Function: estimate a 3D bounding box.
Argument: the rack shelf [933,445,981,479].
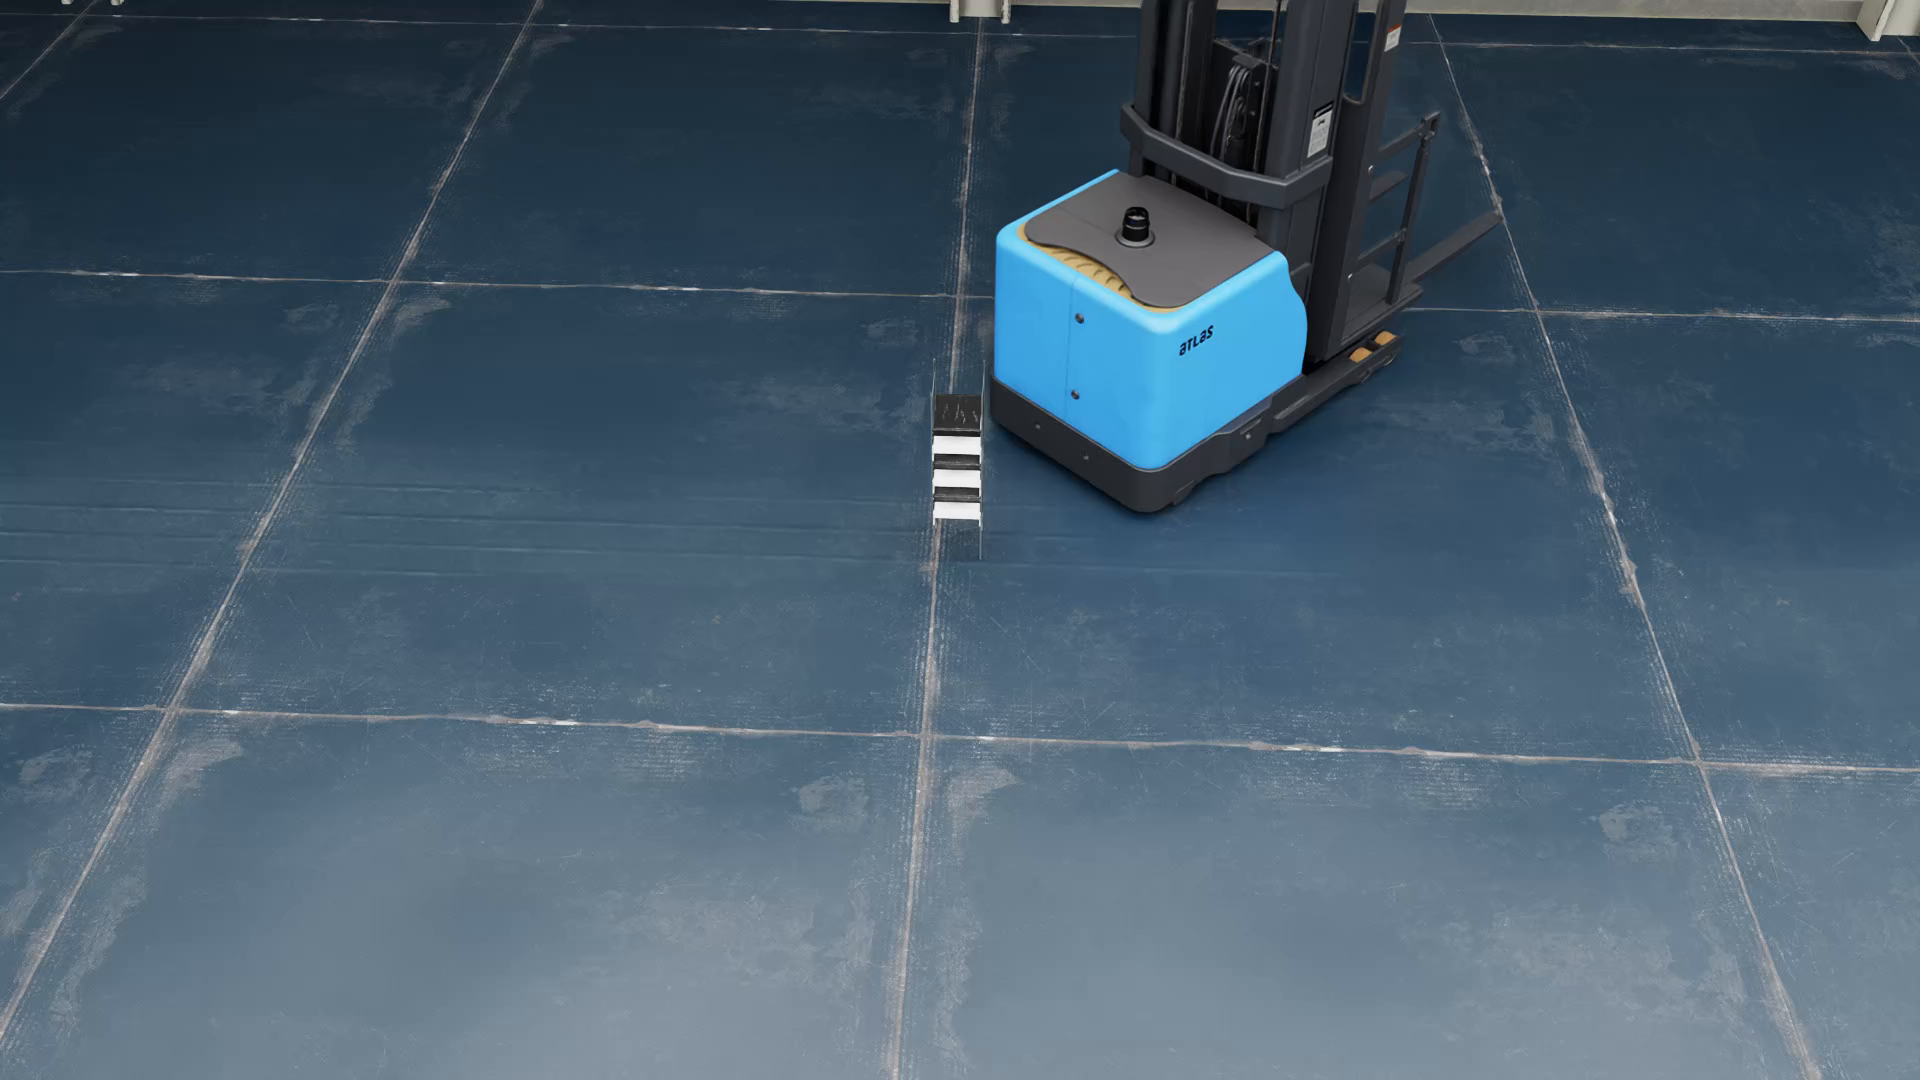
[{"bbox_3d":[-0.008,-0.371,6.990,0.200,0.077,0.258,2,43,2],"label":"rack shelf"}]

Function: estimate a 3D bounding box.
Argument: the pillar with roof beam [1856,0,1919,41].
[{"bbox_3d":[5.938,-3.710,4.716,0.400,9.000,9.100,2,43,2],"label":"pillar with roof beam"}]

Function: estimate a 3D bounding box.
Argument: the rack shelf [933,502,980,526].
[{"bbox_3d":[-0.008,-0.173,7.174,0.200,0.077,0.258,2,43,2],"label":"rack shelf"}]

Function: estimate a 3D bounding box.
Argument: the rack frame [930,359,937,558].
[{"bbox_3d":[-0.110,-0.333,7.032,0.006,0.900,0.240,2,43,2],"label":"rack frame"}]

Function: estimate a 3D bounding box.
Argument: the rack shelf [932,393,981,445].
[{"bbox_3d":[-0.008,-0.503,6.868,0.200,0.077,0.258,2,43,2],"label":"rack shelf"}]

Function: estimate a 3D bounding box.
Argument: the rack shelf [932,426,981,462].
[{"bbox_3d":[-0.008,-0.437,6.929,0.200,0.077,0.258,2,43,2],"label":"rack shelf"}]

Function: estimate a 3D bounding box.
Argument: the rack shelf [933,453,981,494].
[{"bbox_3d":[-0.008,-0.305,7.052,0.200,0.077,0.258,2,43,2],"label":"rack shelf"}]

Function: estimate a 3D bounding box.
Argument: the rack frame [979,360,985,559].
[{"bbox_3d":[0.093,-0.326,7.026,0.006,0.900,0.240,2,43,2],"label":"rack frame"}]

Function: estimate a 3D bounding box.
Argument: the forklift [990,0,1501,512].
[{"bbox_3d":[1.556,-2.081,7.419,3.031,2.935,1.130,-33,52,-30],"label":"forklift"}]

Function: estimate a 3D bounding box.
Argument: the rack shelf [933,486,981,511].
[{"bbox_3d":[-0.008,-0.239,7.113,0.200,0.077,0.258,2,43,2],"label":"rack shelf"}]

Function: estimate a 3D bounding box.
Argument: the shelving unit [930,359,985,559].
[{"bbox_3d":[-0.008,-0.330,7.029,0.210,0.900,0.258,2,43,2],"label":"shelving unit"}]
